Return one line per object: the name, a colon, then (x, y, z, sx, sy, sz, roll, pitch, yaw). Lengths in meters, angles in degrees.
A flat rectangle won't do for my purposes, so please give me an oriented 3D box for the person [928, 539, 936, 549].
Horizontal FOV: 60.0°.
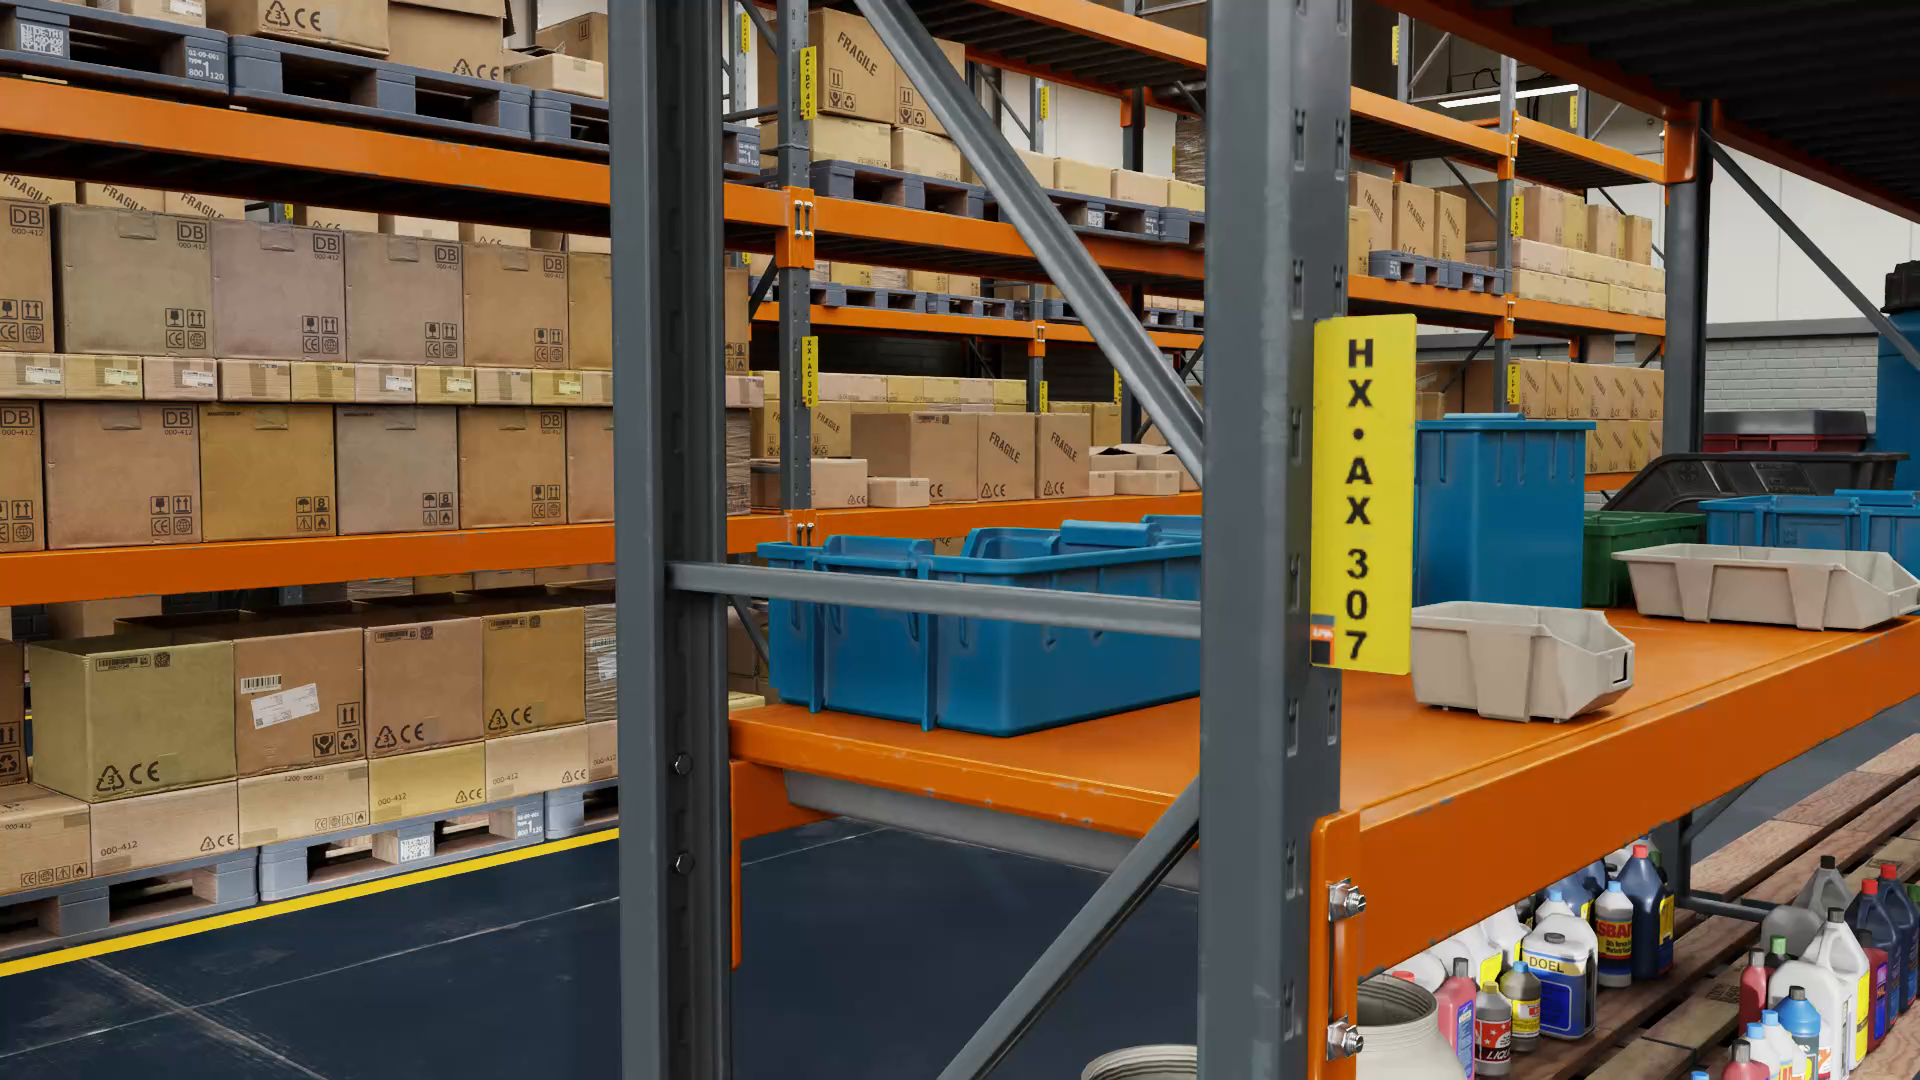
person: (-0.389, -0.032, 14.231, 0.481, 1.591, 0.378, 3, 5, 37)
